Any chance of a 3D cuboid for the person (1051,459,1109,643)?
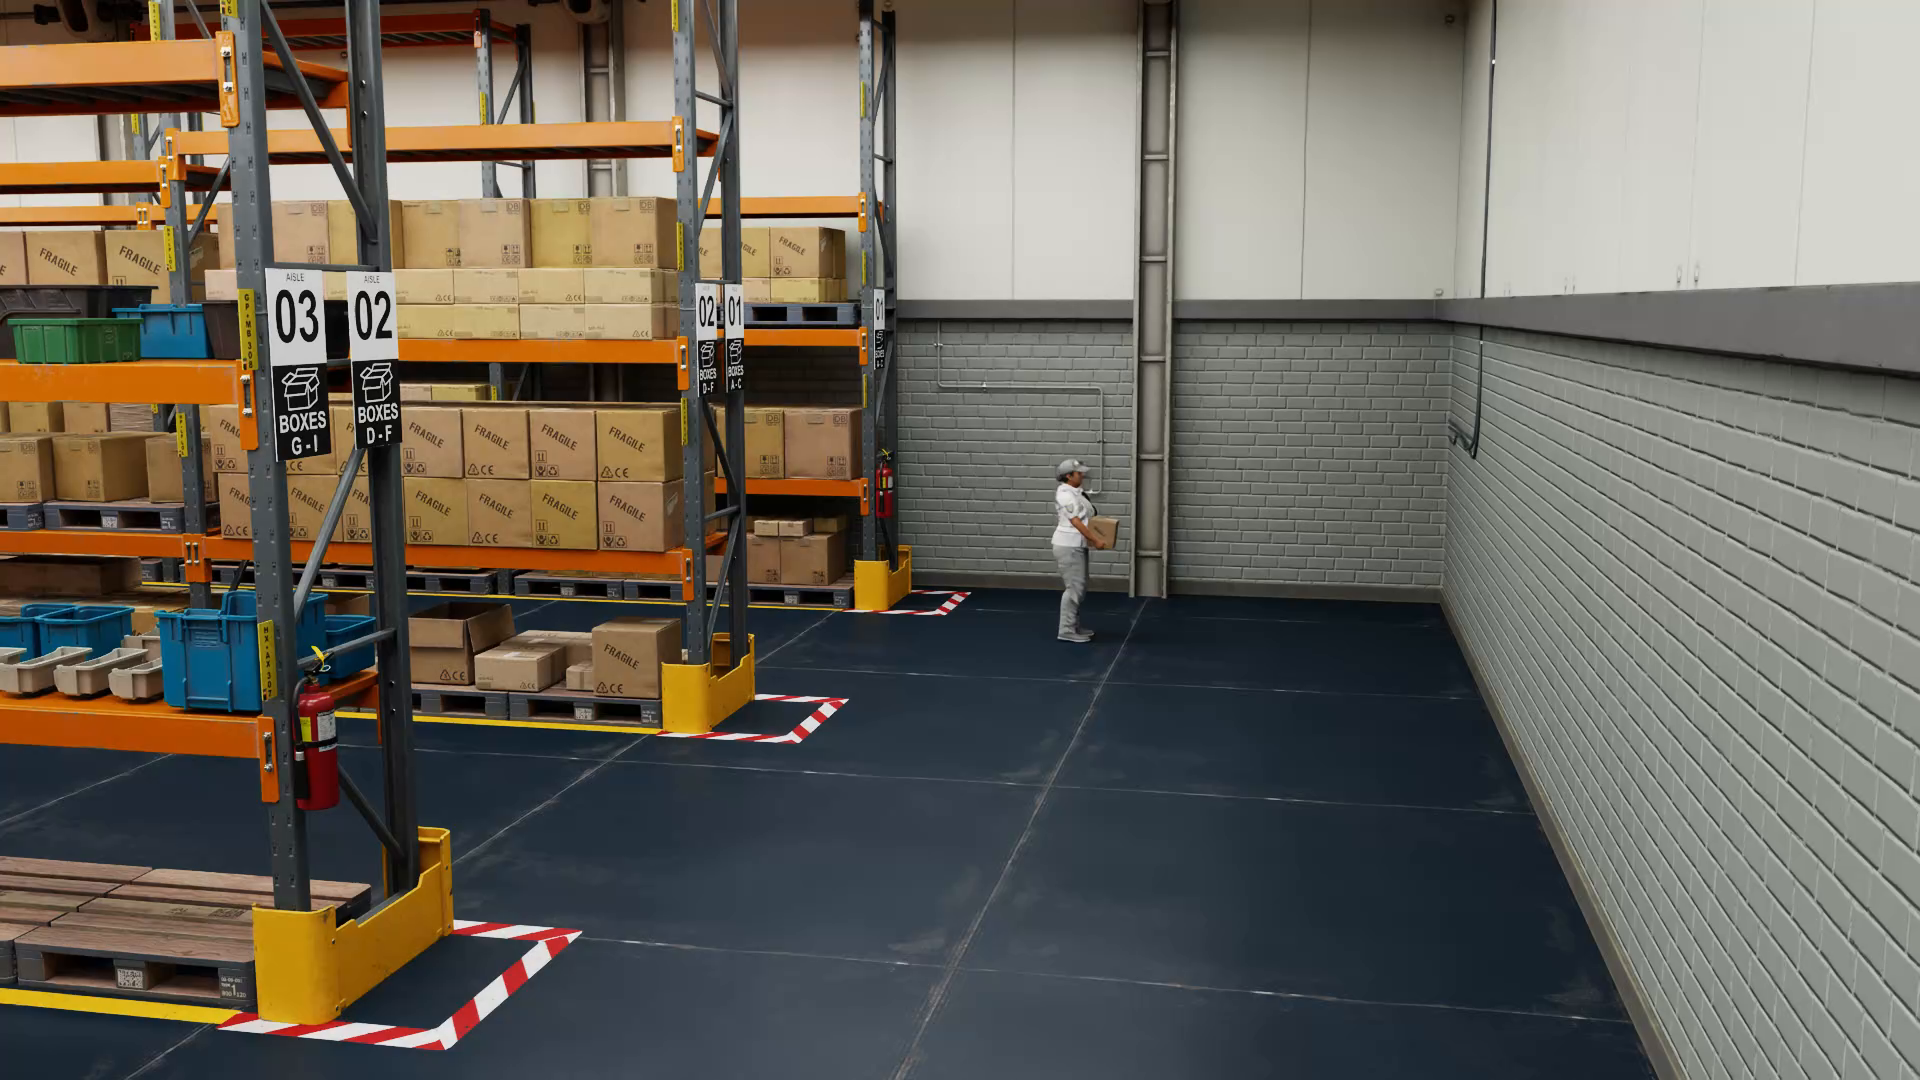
[{"bbox_3d":[1.113,0.088,15.225,0.542,1.659,0.454,2,8,12],"label":"person"}]
